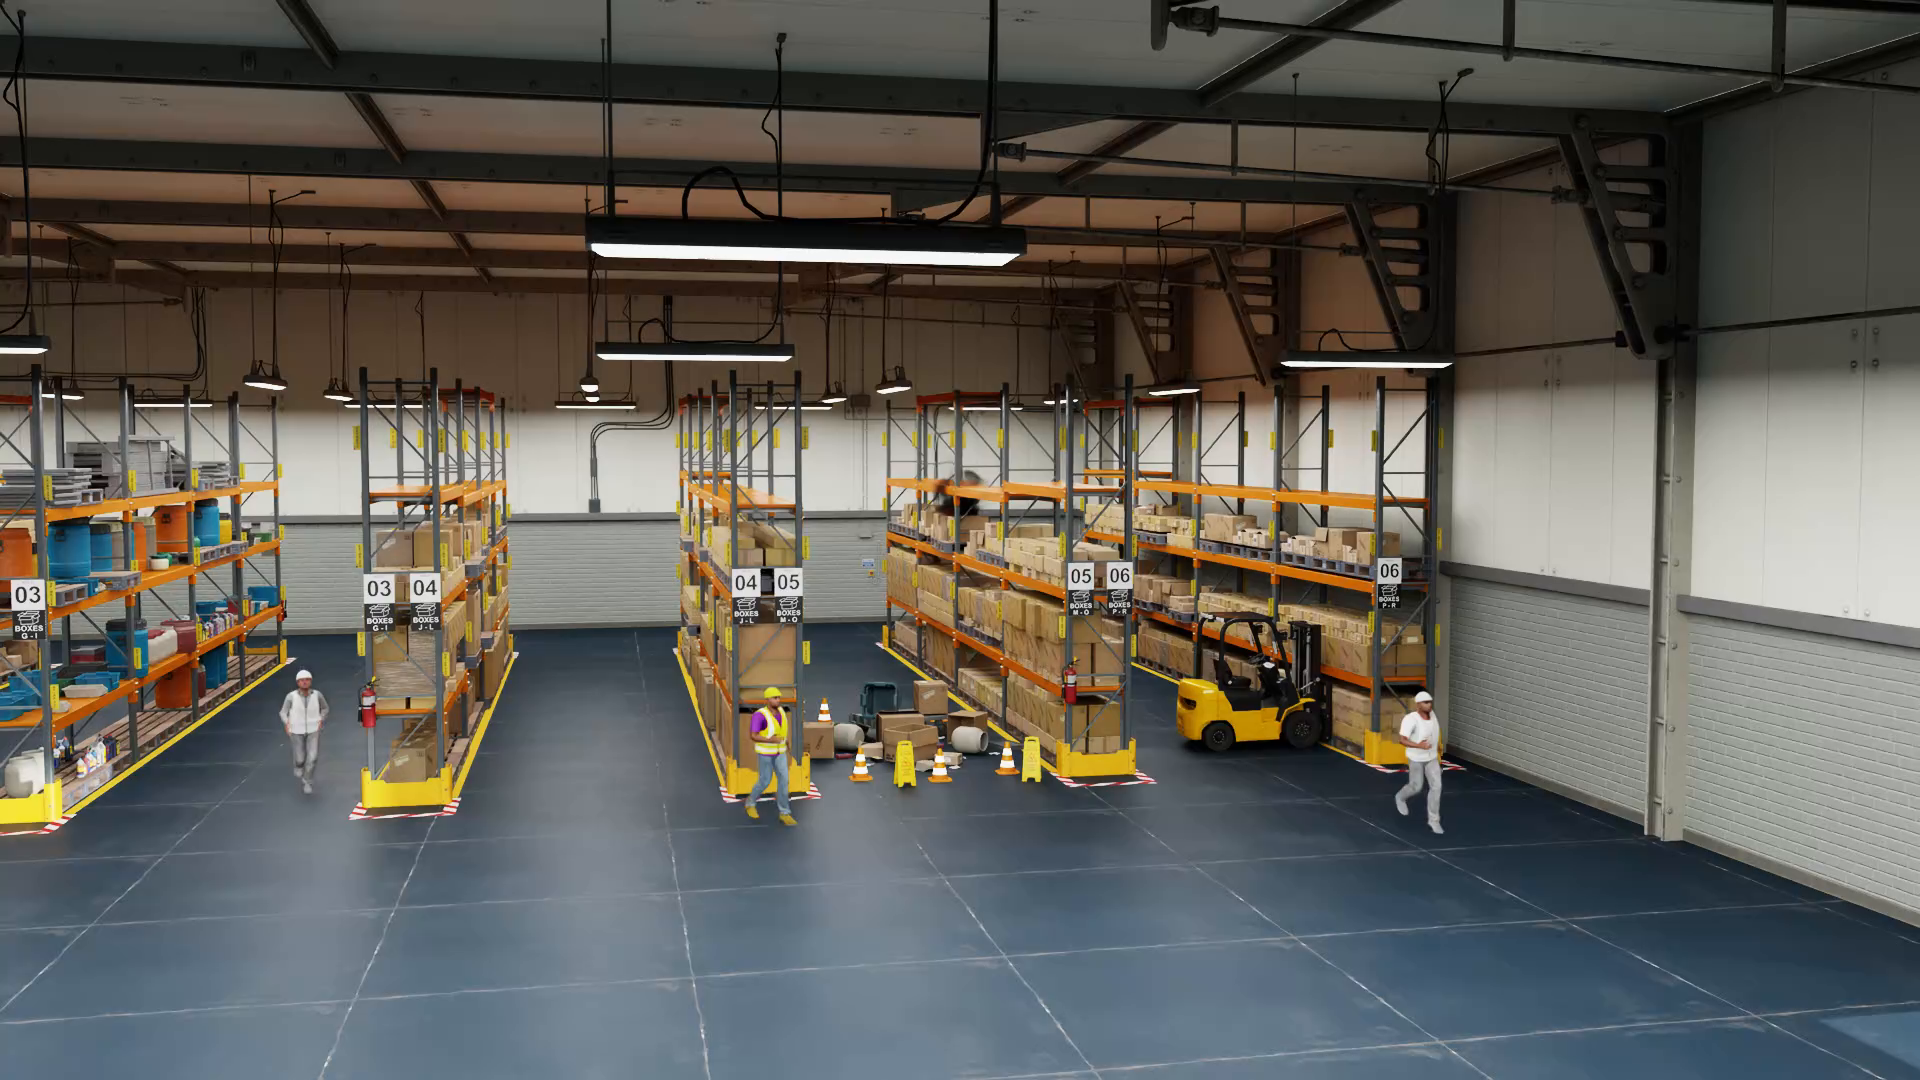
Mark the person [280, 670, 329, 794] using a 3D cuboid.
[{"bbox_3d":[-9.392,2.733,23.857,0.668,1.744,0.627,-2,4,-26],"label":"person"}]

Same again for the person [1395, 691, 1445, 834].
[{"bbox_3d":[5.968,2.854,21.567,0.731,1.811,0.938,-2,4,-25],"label":"person"}]

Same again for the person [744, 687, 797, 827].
[{"bbox_3d":[-2.480,2.816,21.788,0.841,1.805,0.722,3,5,43],"label":"person"}]
